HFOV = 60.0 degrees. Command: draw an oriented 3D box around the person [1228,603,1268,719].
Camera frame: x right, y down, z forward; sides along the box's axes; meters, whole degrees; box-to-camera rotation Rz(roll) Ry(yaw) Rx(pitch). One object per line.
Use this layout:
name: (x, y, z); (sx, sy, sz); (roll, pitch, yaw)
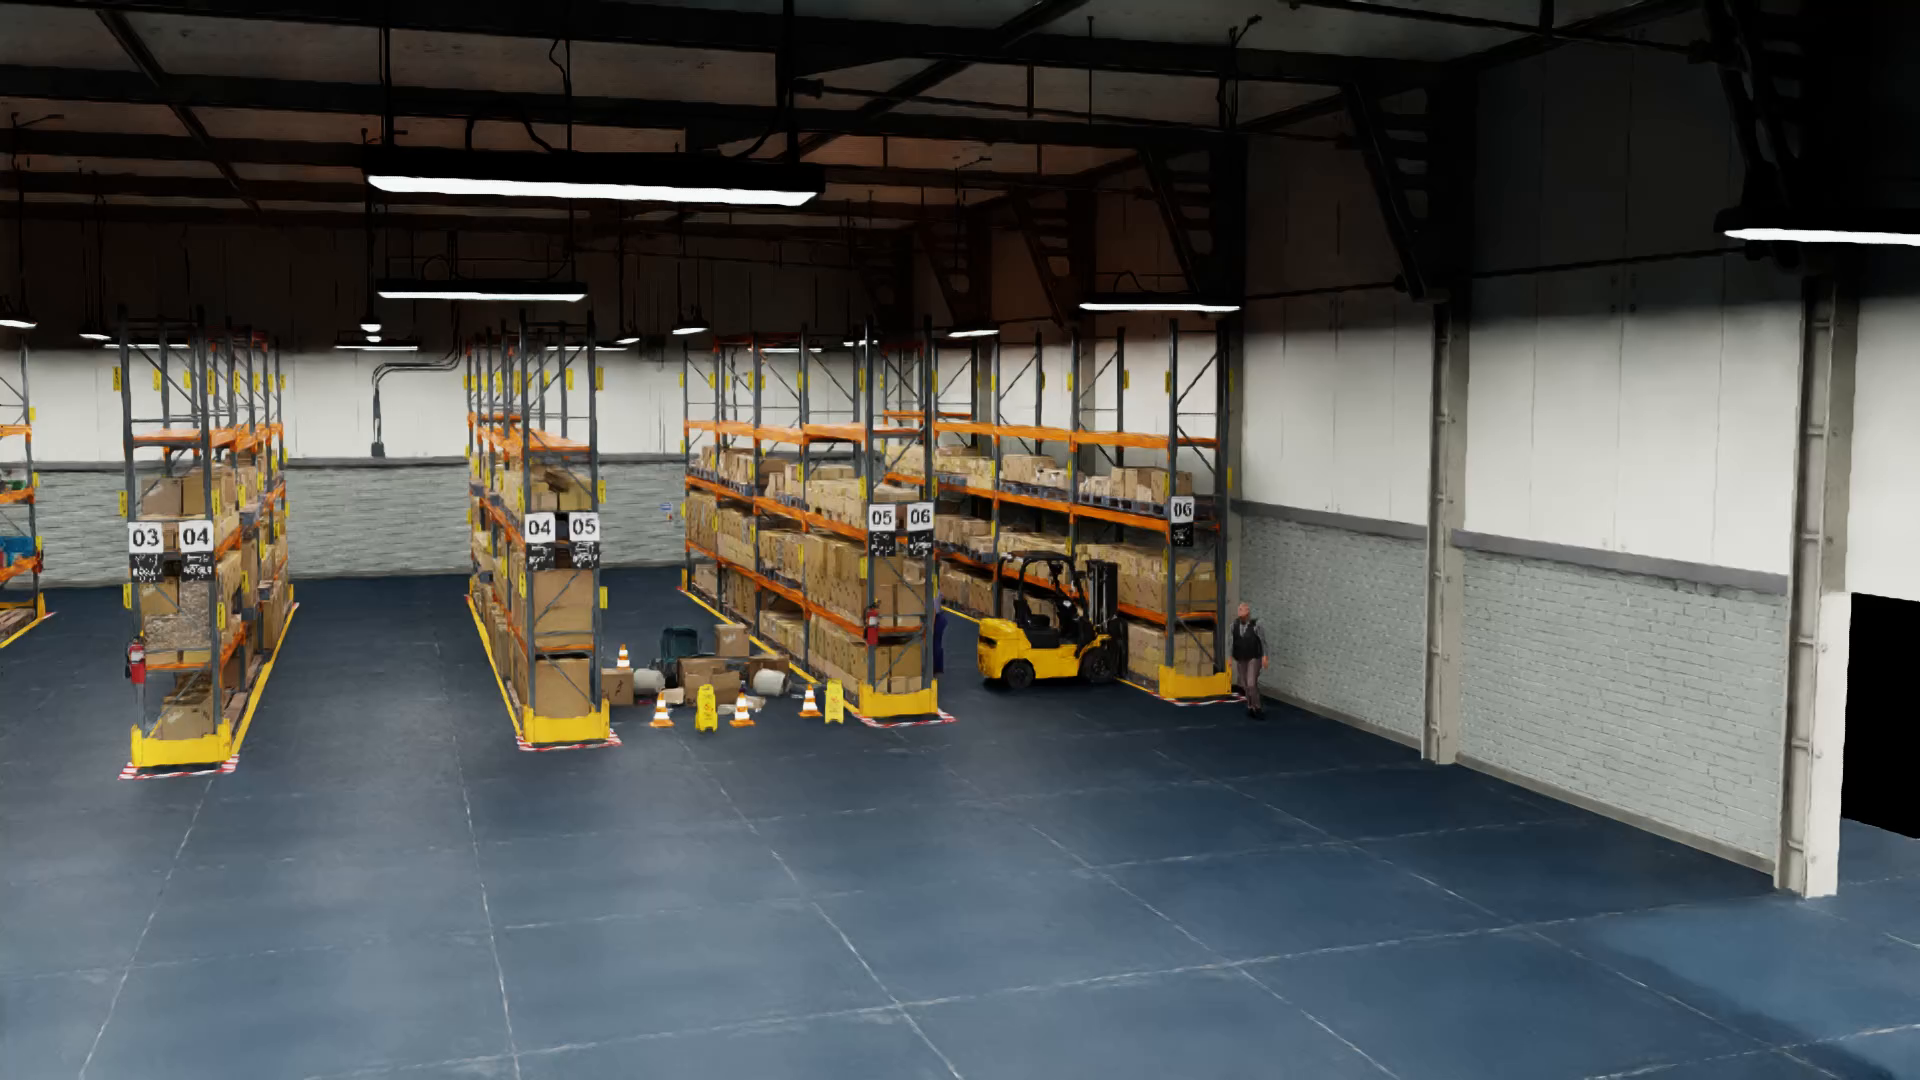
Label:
person: (4.318, 1.785, 24.839); (0.647, 1.700, 0.503); (4, 7, 37)

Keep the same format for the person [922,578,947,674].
person: (-0.478, 1.455, 28.699); (0.463, 1.652, 0.523); (1, 6, 12)

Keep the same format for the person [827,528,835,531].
person: (-3.313, 0.174, 41.601); (0.556, 1.791, 0.656); (-5, 7, -41)
